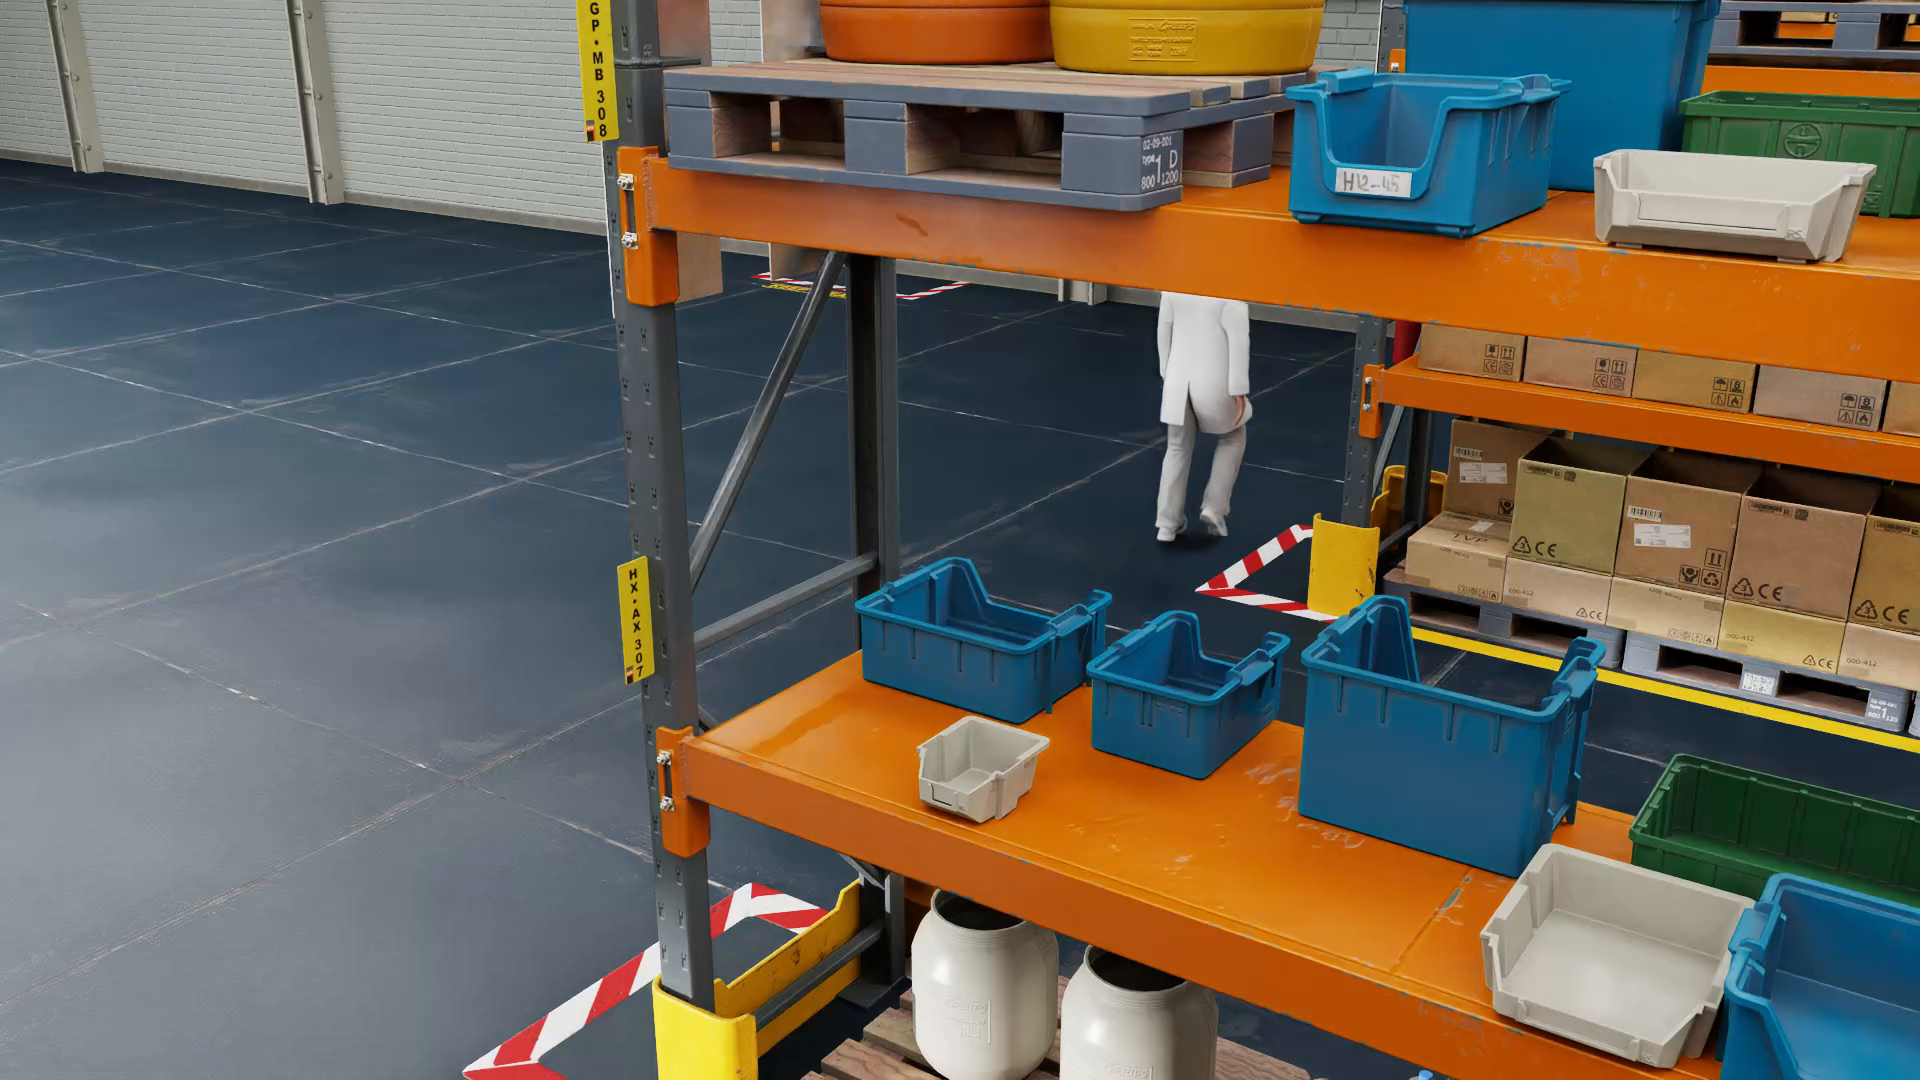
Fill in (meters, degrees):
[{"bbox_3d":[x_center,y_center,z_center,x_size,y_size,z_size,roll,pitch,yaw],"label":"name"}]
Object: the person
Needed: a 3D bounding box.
[{"bbox_3d":[1.381,-0.827,9.490,0.662,1.857,0.576,12,23,31],"label":"person"}]
